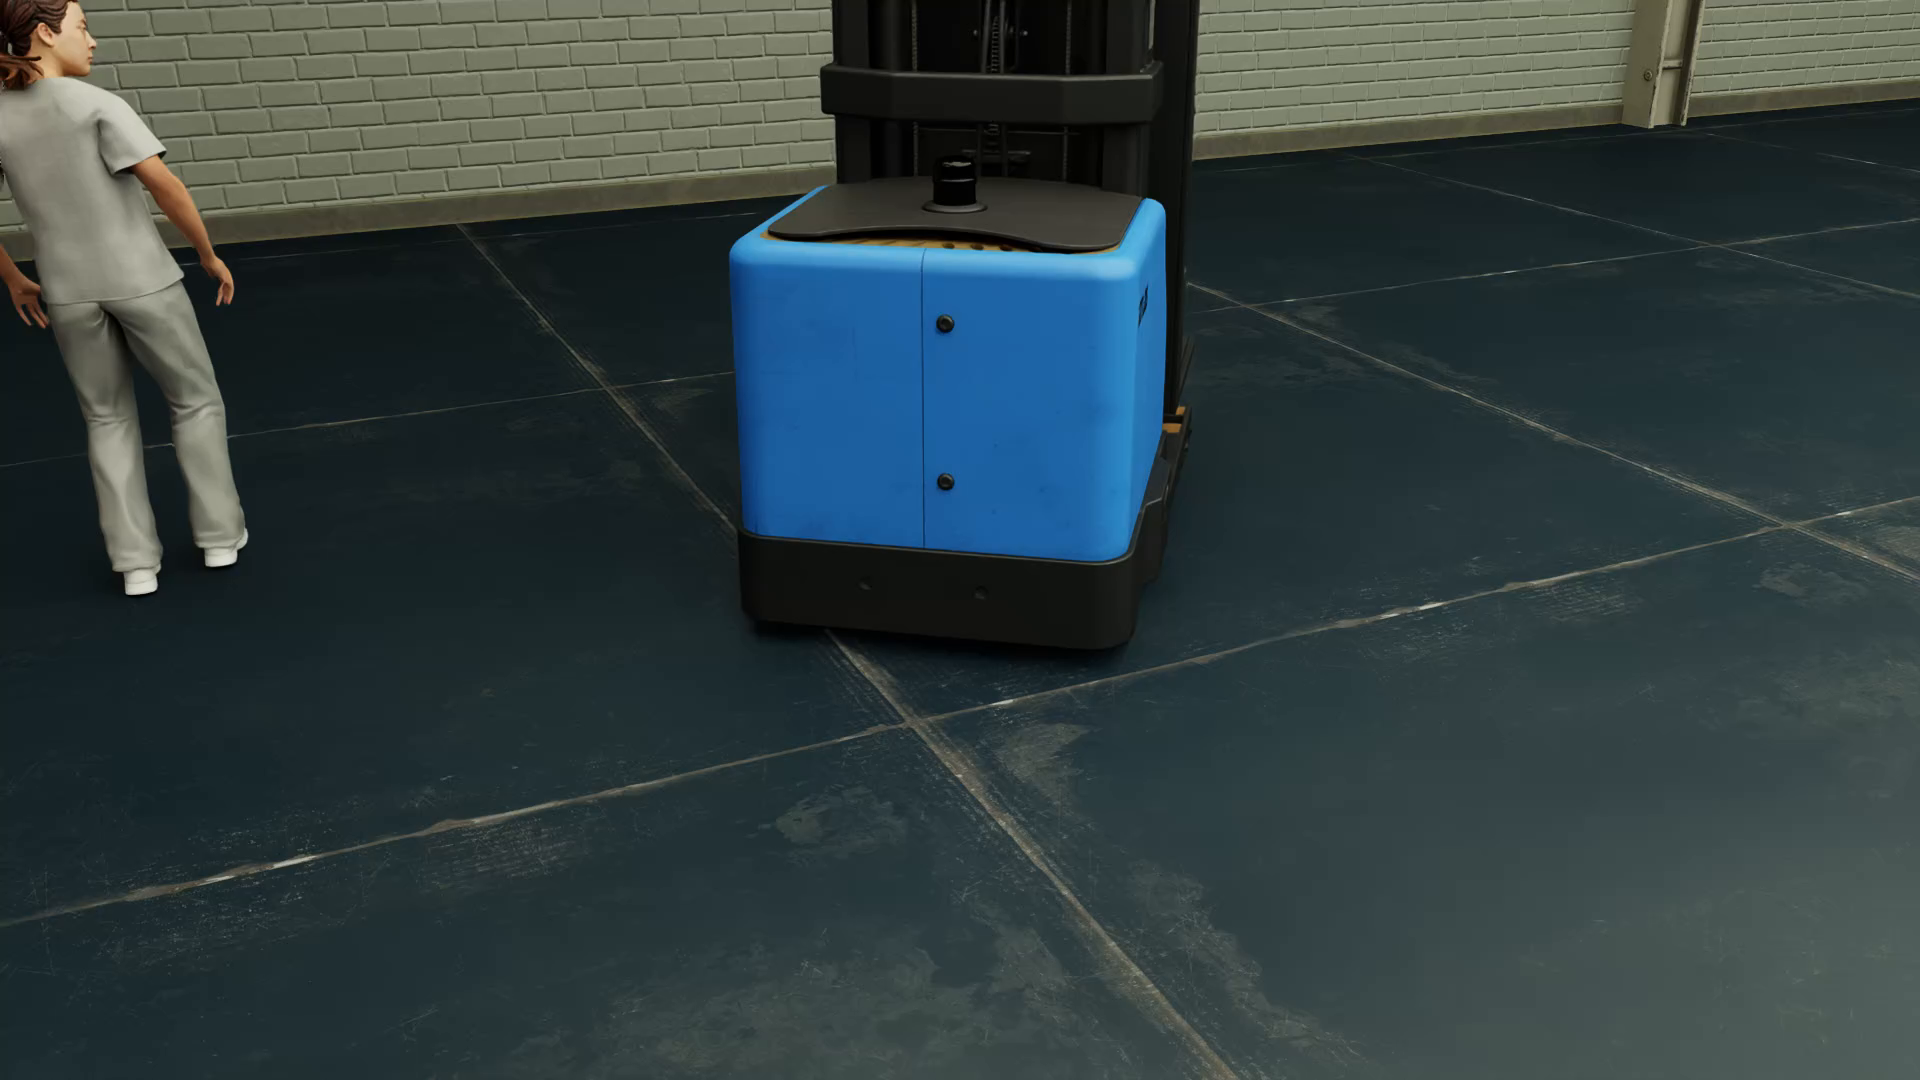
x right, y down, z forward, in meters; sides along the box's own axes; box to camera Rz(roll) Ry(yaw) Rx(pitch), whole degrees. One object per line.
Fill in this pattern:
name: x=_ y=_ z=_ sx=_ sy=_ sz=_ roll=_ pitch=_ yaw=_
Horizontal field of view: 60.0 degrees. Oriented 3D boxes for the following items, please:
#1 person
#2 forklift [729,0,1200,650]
person: x=-2.339 y=-0.687 z=4.610 sx=0.646 sy=1.653 sz=0.482 roll=-3 pitch=23 yaw=-6
forklift: x=0.209 y=-1.608 z=5.156 sx=1.130 sy=2.935 sz=3.031 roll=4 pitch=23 yaw=11
